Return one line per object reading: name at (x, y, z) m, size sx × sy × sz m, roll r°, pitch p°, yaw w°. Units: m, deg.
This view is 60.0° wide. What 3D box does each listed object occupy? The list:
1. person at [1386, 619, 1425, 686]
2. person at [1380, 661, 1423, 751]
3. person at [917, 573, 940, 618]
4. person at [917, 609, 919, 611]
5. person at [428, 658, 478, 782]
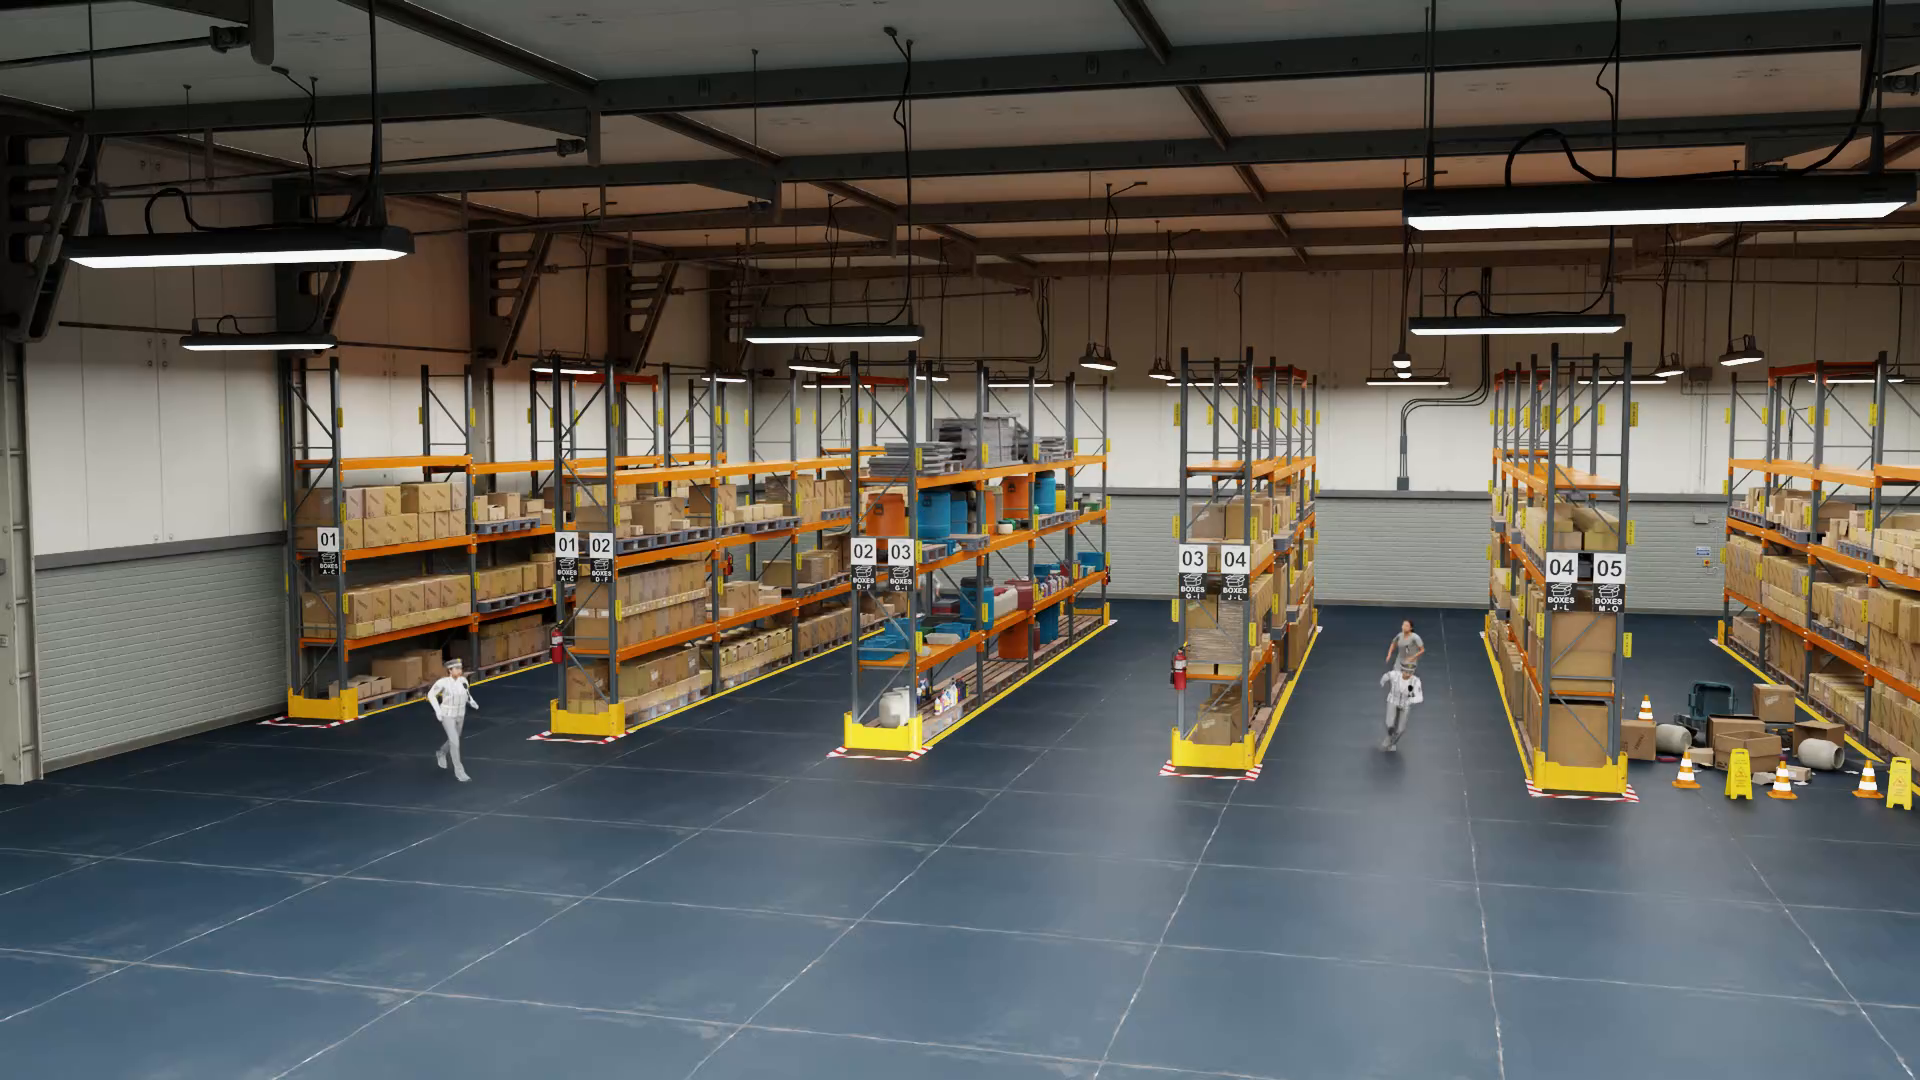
person at (7.686, 2.132, 28.648) m, size 0.634 × 1.578 × 0.525 m, roll 3°, pitch 5°, yaw 35°
person at (6.535, 2.471, 24.607) m, size 0.574 × 1.428 × 0.955 m, roll 1°, pitch 4°, yaw 10°
person at (-0.750, 1.373, 38.306) m, size 0.514 × 1.626 × 0.824 m, roll 1°, pitch 4°, yaw 11°
person at (-1.516, 1.023, 42.850) m, size 0.910 × 1.634 × 0.632 m, roll 1°, pitch 4°, yaw 16°
person at (-7.082, 2.471, 23.150) m, size 0.880 × 1.694 × 0.590 m, roll 3°, pitch 5°, yaw 39°
